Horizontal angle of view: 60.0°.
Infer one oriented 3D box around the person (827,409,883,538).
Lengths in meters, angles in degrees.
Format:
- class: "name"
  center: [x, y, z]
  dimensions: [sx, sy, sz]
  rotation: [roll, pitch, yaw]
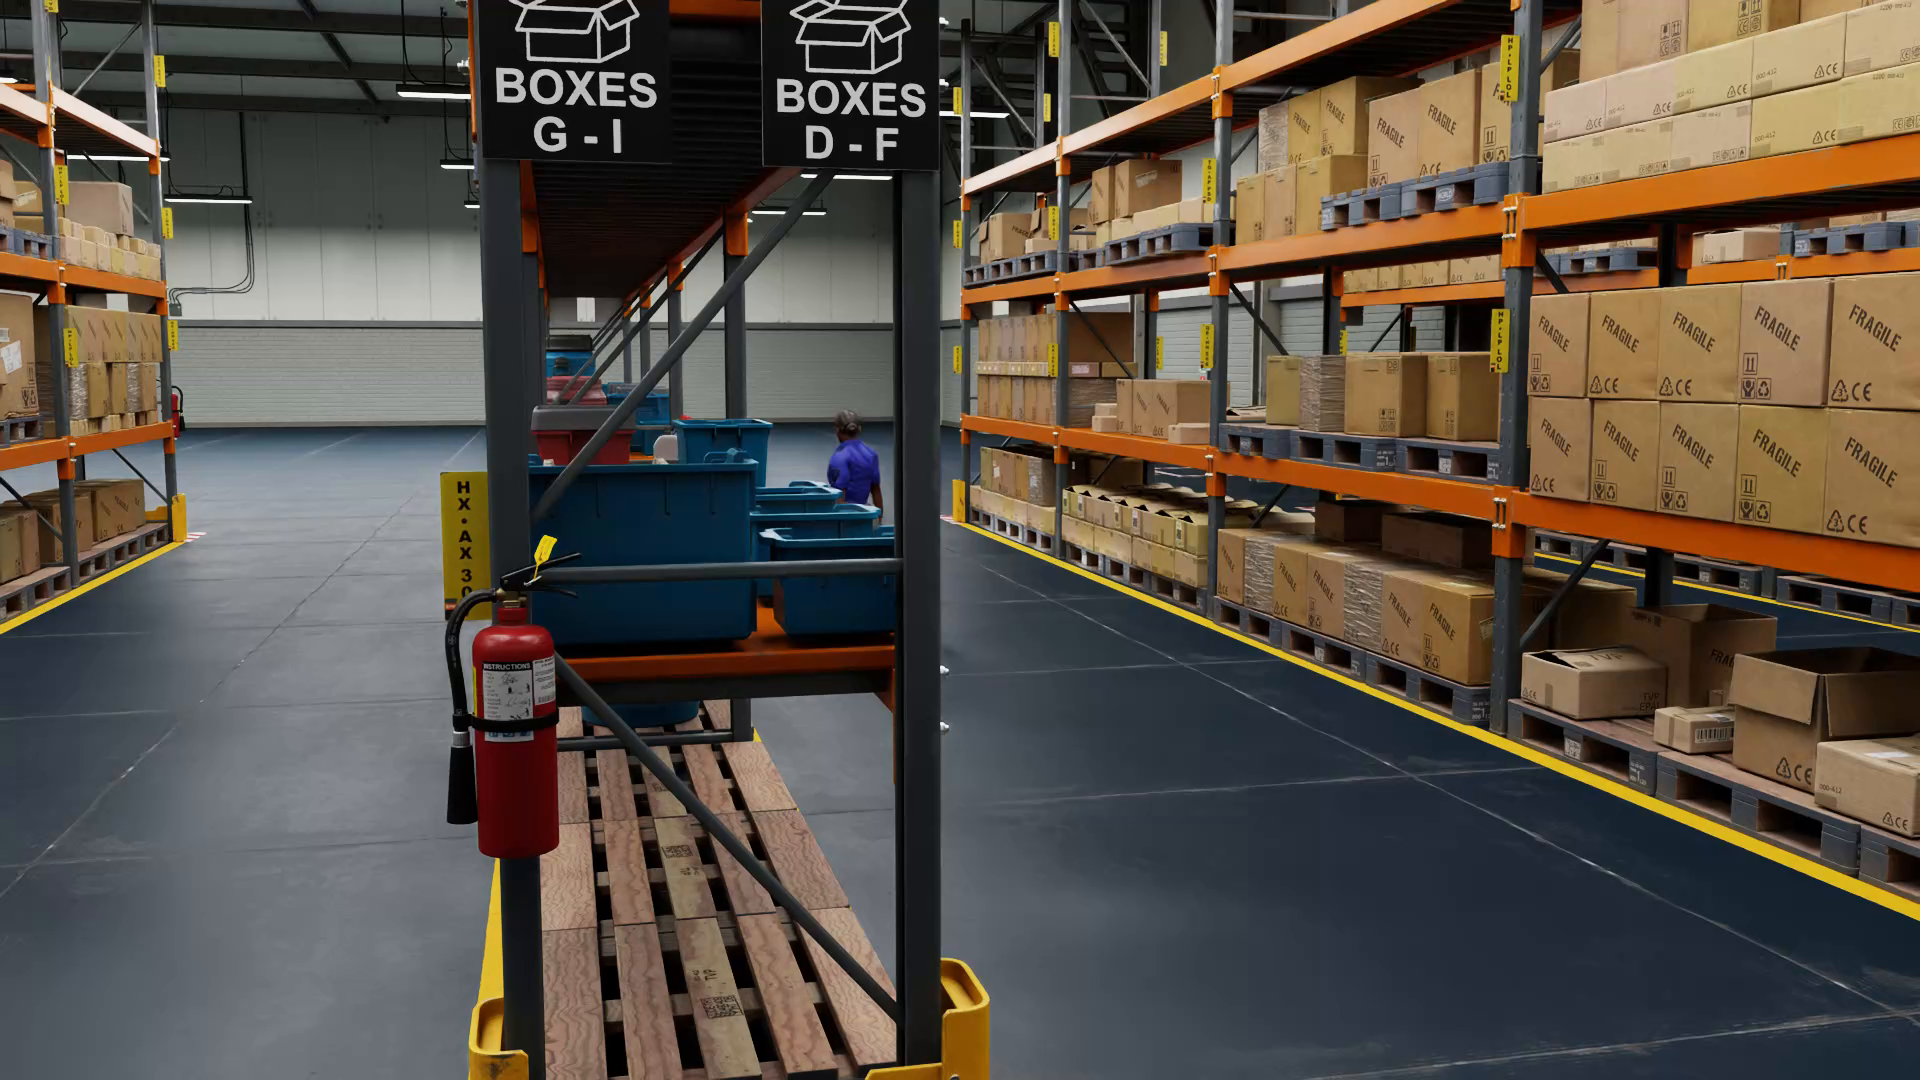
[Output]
- class: "person"
  center: [-0.715, -0.086, 11.498]
  dimensions: [0.684, 1.630, 0.707]
  rotation: [5, 8, 36]
